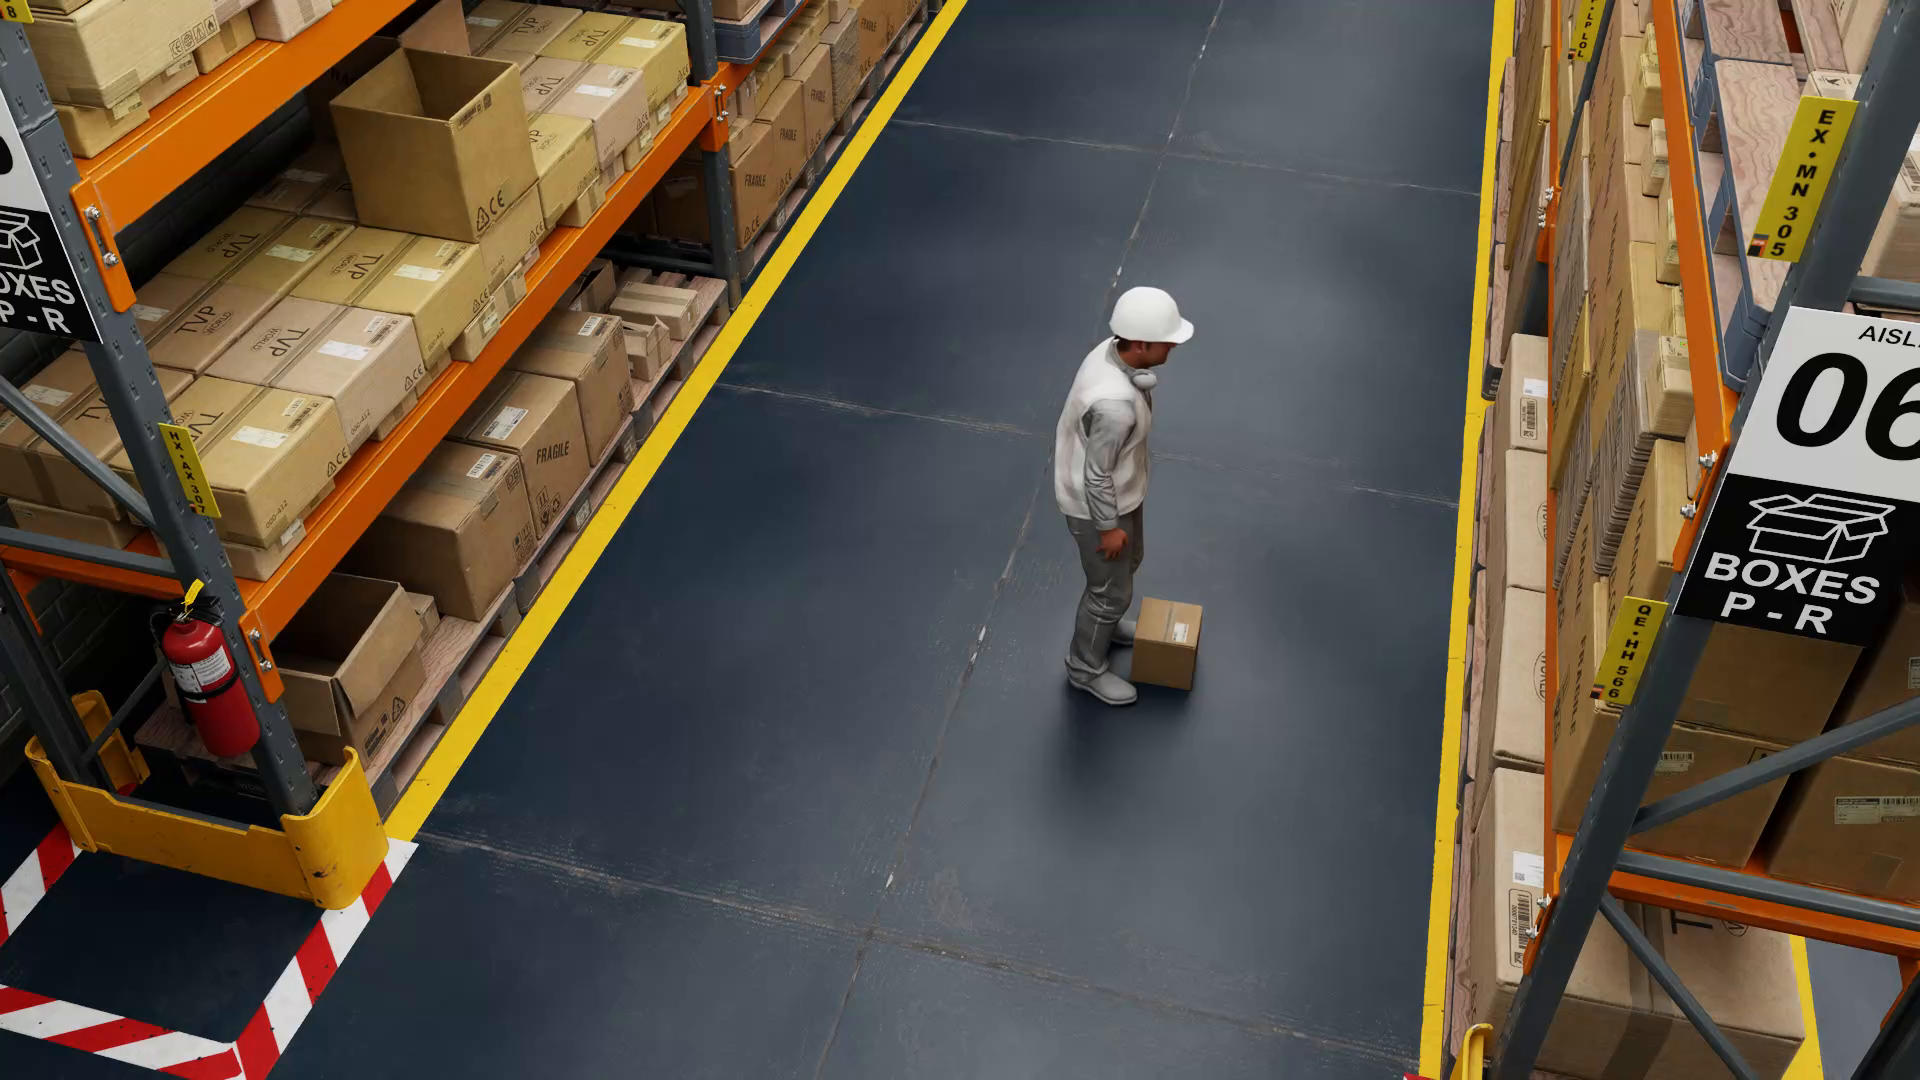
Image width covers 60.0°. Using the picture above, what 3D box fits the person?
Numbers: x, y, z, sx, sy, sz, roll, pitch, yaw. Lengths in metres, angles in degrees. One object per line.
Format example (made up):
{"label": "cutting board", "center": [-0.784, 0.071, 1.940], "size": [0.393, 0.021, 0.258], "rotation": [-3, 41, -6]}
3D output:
{"label": "person", "center": [0.590, -0.193, 6.363], "size": [0.464, 1.770, 0.583], "rotation": [8, 41, 9]}
